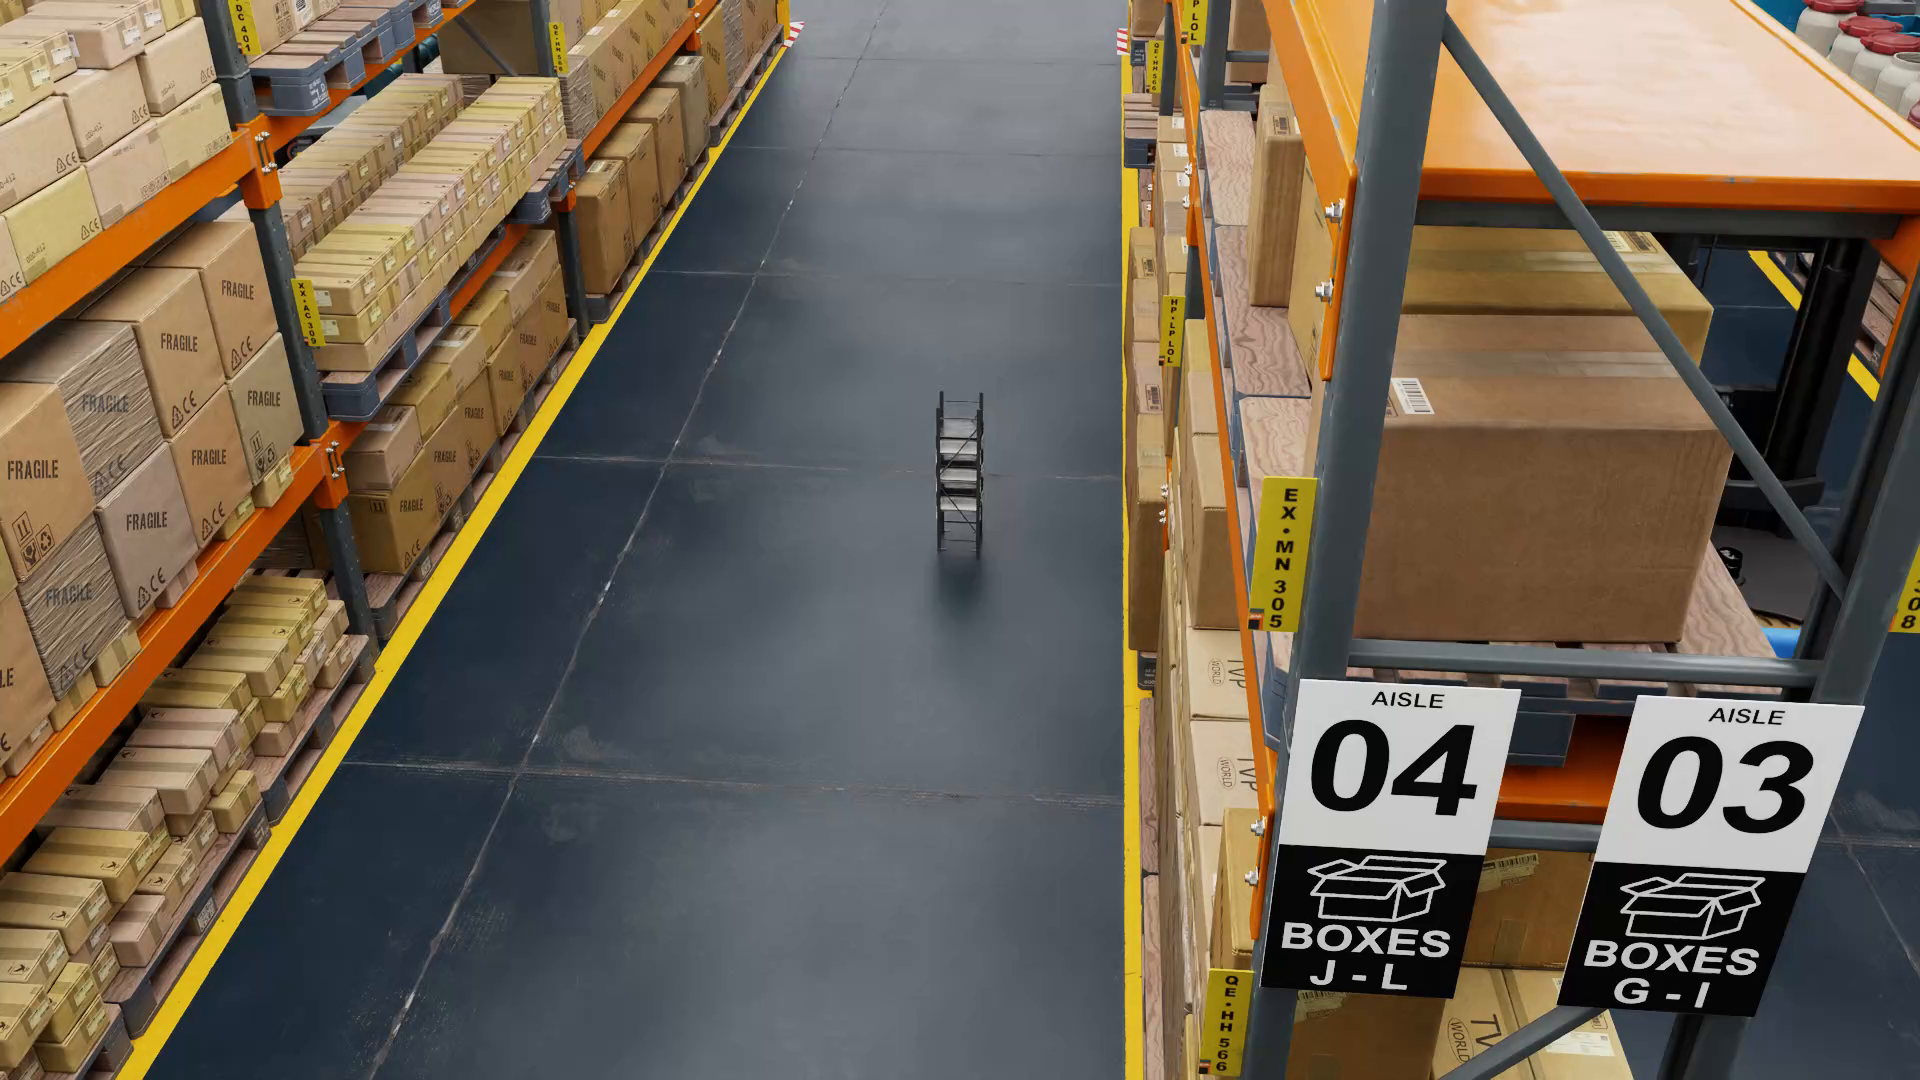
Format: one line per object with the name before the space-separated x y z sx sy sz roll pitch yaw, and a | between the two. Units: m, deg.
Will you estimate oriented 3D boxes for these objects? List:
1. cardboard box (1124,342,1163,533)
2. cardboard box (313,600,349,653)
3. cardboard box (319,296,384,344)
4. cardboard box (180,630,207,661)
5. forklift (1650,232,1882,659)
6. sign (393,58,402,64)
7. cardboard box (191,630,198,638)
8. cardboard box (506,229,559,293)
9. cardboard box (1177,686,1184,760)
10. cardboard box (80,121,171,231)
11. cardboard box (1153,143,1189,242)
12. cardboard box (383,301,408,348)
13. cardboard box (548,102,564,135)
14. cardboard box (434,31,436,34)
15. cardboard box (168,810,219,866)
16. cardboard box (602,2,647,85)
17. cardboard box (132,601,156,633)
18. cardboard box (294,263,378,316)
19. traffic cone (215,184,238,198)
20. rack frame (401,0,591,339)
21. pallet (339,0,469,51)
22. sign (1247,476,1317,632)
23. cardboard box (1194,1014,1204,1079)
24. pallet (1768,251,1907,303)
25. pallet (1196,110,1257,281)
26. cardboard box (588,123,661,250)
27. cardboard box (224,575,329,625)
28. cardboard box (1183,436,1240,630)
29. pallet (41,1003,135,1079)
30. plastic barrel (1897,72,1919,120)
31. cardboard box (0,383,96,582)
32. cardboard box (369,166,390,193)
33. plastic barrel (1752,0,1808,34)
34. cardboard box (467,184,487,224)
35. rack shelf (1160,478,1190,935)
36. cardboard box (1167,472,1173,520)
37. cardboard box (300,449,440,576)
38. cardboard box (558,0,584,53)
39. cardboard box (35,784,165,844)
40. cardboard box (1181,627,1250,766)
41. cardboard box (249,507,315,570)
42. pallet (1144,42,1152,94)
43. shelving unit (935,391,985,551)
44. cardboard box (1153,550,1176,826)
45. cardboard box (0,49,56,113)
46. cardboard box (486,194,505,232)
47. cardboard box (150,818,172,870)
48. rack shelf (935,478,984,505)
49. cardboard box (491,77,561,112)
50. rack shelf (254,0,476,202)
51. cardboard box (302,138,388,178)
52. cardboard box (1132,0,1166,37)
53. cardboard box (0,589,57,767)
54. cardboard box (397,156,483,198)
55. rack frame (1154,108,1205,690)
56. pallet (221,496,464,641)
cardboard box | 1.551 -0.489 9.089 1.225 0.875 0.875 1 32 2
cardboard box | -3.197 0.410 8.039 0.380 0.149 0.250 3 32 5
cardboard box | -2.997 -1.061 7.948 0.380 0.149 0.250 3 32 5
cardboard box | -3.768 0.544 7.822 0.380 0.149 0.250 3 32 4
forklift | 3.437 -0.729 7.920 1.130 2.935 3.031 4 32 6
sign | -3.716 -3.283 10.894 0.100 0.325 0.005 2 32 4
cardboard box | -3.804 0.418 7.743 0.380 0.149 0.250 4 32 6
cardboard box | -2.957 -1.833 10.913 0.500 0.250 0.500 2 32 3
cardboard box | 0.966 0.651 5.854 0.380 0.149 0.250 2 32 3
cardboard box | -3.311 -1.361 6.163 0.500 0.250 0.500 2 32 4
cardboard box | 1.422 -2.033 9.875 0.500 0.500 0.500 2 32 3
cardboard box | -2.981 -1.080 8.262 0.380 0.149 0.250 3 32 5
cardboard box | -2.749 -2.688 10.589 0.380 0.149 0.250 3 32 5
cardboard box | -5.073 -5.020 17.197 0.797 0.503 0.637 -20 37 -29
cardboard box | -3.353 1.253 6.955 0.380 0.149 0.250 3 32 5
cardboard box | -2.734 -3.824 12.780 0.500 0.500 0.500 2 32 3
cardboard box | -3.383 0.275 6.465 0.380 0.149 0.250 2 32 3
cardboard box | -2.997 -1.188 7.870 0.380 0.149 0.250 4 32 6
traffic cone | -6.484 -3.230 14.330 0.336 0.463 0.334 2 32 4
rack frame | -3.162 -2.768 11.162 1.000 3.000 0.127 2 32 4
pallet | -3.250 -2.734 8.427 1.213 0.211 1.003 2 32 4
sign | 0.582 0.029 2.996 0.100 0.325 0.005 2 32 4
cardboard box | 0.842 1.451 4.556 0.380 0.149 0.250 3 32 4
pallet | 6.913 -2.144 12.808 1.003 0.211 1.213 2 32 4
pallet | 1.370 -1.223 5.882 1.003 0.211 1.213 2 32 4
cardboard box | -2.955 -2.761 12.895 1.050 0.750 0.750 3 32 5
cardboard box | -3.258 0.303 7.930 0.380 0.149 0.250 3 32 5
cardboard box | 1.068 -0.025 5.856 0.500 0.500 0.500 1 32 2
pallet | -3.706 2.140 5.857 1.003 0.211 1.213 2 32 4
plastic barrel | 6.580 -2.886 11.248 0.421 0.512 0.421 0 32 0
cardboard box | -3.375 -0.205 5.671 0.500 0.500 0.500 1 32 2
cardboard box | -3.505 -2.049 9.551 0.380 0.149 0.250 2 32 4
plastic barrel | 6.702 -4.407 13.345 0.600 0.901 0.708 2 32 4
cardboard box | -2.872 -1.879 9.276 0.380 0.149 0.250 2 32 3
rack shelf | 1.284 0.941 5.831 1.077 0.370 4.000 2 32 4
cardboard box | 1.092 -0.164 7.177 0.380 0.149 0.250 3 32 4
cardboard box | -3.163 -0.166 8.923 0.500 0.500 0.500 4 32 6
cardboard box | -3.076 -3.735 11.683 0.700 0.500 0.500 2 32 3
cardboard box | -3.420 1.113 6.615 0.380 0.149 0.250 3 32 4
cardboard box | 1.018 0.549 5.640 0.500 0.250 0.500 3 32 4
cardboard box | -3.679 -0.189 8.959 0.500 0.500 0.500 2 32 3
pallet | 1.893 -3.458 12.466 1.003 0.211 1.213 2 32 4
shelving unit | -0.001 -0.379 9.287 0.258 0.900 0.210 2 32 4
cardboard box | 1.314 0.656 7.232 0.875 0.875 0.875 2 32 4
cardboard box | -3.318 -1.551 5.616 0.380 0.149 0.250 1 32 2
cardboard box | -2.854 -1.892 9.580 0.380 0.149 0.250 3 32 5
cardboard box | -3.436 1.231 6.707 0.380 0.149 0.250 4 32 6
rack shelf | -0.001 -0.274 9.352 0.258 0.077 0.200 2 32 4
cardboard box | -2.745 -2.817 10.514 0.380 0.149 0.250 1 32 2
rack shelf | -3.325 -2.693 8.867 1.077 0.370 4.000 2 32 4
cardboard box | -3.498 -2.172 9.468 0.380 0.149 0.250 3 32 5
cardboard box | 1.894 -4.619 13.195 1.000 1.000 1.000 3 32 4
cardboard box | -3.431 0.487 5.503 0.500 0.500 0.500 3 32 5
cardboard box | -2.875 -2.005 9.197 0.380 0.149 0.250 3 32 5
rack frame | 1.447 -0.411 7.339 1.000 3.000 0.127 2 32 4
pallet | -3.426 0.104 9.161 1.003 0.211 1.213 2 32 4
